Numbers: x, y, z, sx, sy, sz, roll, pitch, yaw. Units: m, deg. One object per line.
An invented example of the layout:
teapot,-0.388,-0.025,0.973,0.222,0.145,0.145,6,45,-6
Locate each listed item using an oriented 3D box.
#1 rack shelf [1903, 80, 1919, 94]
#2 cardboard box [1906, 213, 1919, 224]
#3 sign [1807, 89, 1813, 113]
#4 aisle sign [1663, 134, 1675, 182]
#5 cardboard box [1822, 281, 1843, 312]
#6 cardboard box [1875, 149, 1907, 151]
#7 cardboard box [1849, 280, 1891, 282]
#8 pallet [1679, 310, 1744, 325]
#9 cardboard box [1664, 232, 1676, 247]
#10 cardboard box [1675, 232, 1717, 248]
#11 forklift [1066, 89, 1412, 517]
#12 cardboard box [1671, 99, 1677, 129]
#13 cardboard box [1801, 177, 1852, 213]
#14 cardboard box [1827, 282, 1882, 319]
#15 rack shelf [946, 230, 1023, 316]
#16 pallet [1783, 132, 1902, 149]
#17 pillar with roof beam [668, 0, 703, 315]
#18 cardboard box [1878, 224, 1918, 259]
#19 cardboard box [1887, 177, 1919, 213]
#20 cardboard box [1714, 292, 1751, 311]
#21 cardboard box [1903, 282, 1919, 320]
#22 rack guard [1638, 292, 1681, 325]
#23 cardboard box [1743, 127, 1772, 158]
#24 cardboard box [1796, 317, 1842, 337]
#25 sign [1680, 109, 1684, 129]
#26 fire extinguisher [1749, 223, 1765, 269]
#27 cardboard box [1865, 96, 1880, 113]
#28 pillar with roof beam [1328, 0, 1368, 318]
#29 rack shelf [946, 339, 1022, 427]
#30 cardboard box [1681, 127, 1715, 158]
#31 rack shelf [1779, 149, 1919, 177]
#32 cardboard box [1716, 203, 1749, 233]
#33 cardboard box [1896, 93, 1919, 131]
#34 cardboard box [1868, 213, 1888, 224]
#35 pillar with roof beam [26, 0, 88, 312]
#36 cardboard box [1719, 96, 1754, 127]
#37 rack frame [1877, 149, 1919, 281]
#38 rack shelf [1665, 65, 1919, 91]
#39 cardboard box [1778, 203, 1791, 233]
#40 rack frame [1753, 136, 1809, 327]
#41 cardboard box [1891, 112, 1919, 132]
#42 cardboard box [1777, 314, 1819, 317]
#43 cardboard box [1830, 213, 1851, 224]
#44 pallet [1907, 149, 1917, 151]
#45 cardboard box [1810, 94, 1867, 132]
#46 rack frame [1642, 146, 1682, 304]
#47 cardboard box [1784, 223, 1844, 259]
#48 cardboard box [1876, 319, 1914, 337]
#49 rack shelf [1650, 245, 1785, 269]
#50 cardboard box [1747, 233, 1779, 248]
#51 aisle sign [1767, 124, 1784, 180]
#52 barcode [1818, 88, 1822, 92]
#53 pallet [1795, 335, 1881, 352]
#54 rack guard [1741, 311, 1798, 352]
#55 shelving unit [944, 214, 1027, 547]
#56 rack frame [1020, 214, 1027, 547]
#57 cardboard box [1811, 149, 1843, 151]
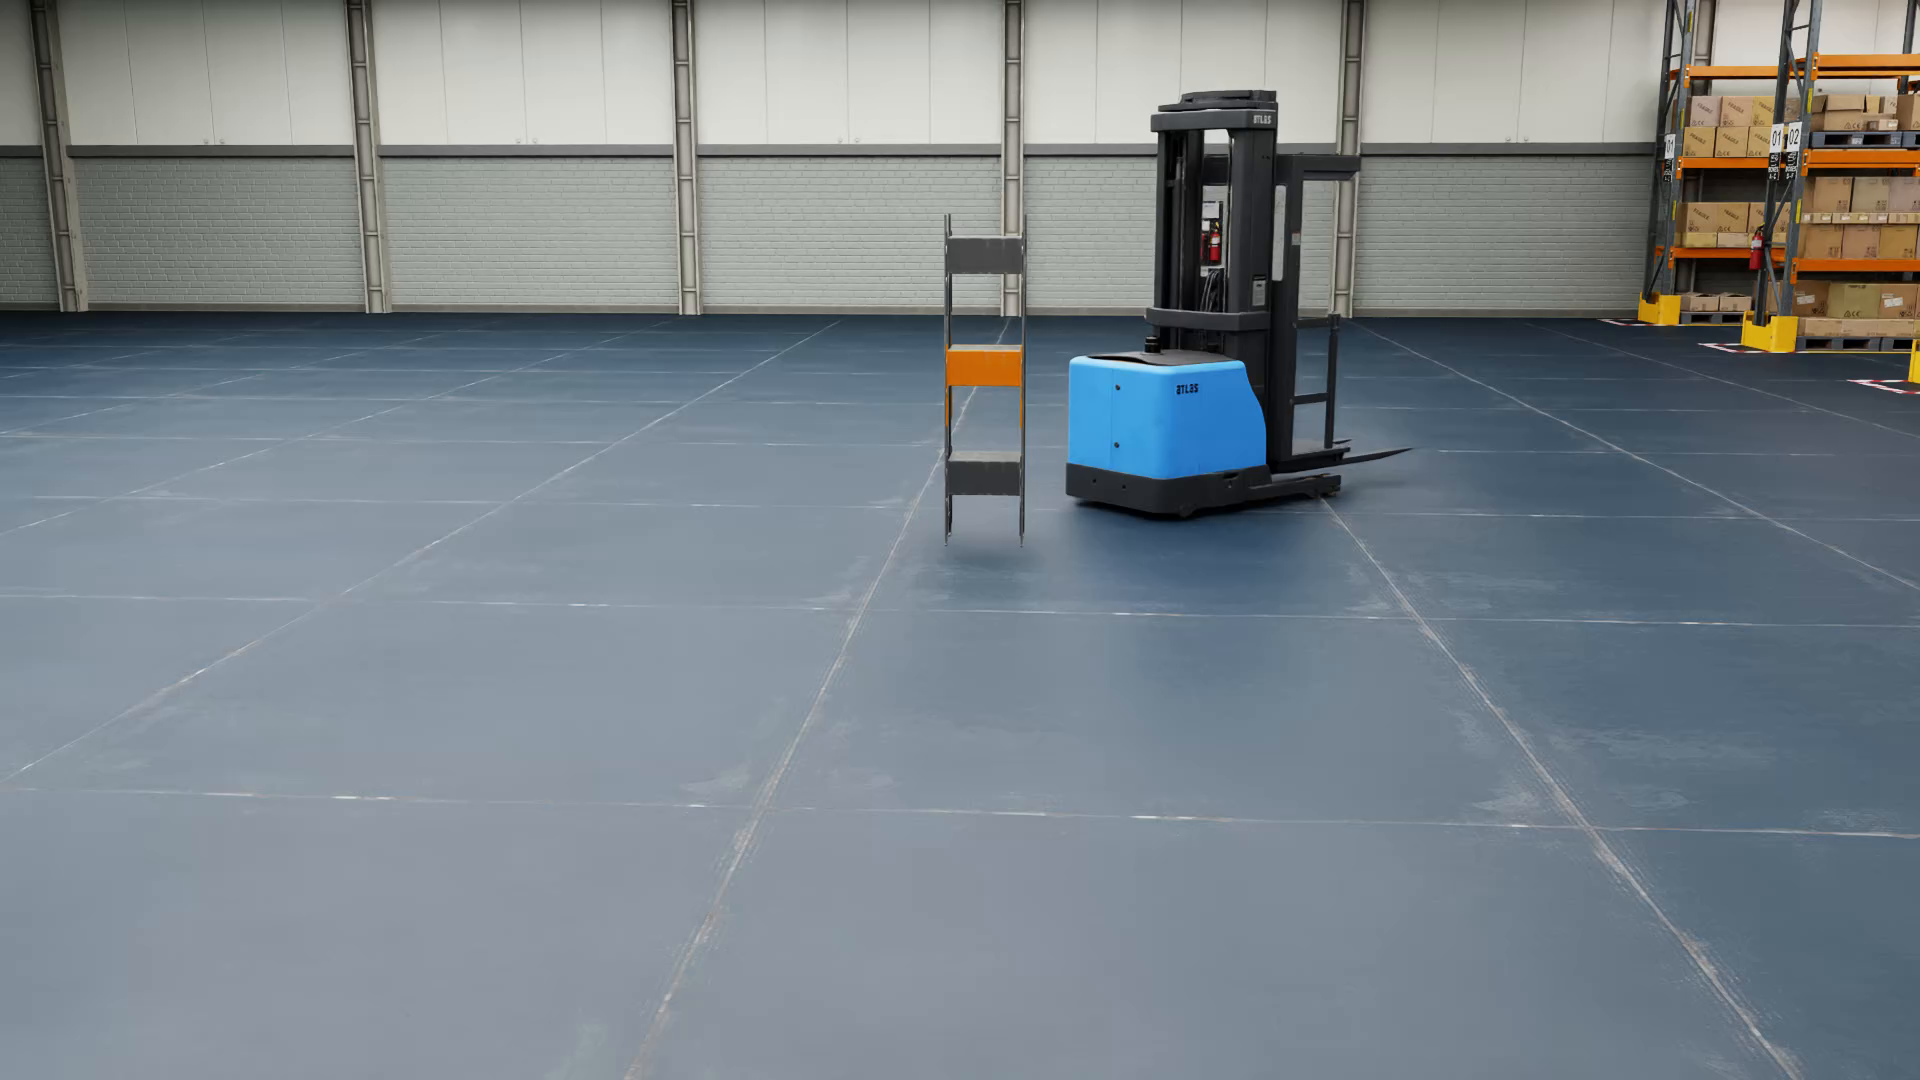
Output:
rack shelf,18.157,-7.596,27.985,4.000,0.370,1.077,1,12,4
cardboard box,13.506,-4.577,23.644,0.250,0.149,0.380,1,12,3
sign,11.800,-6.099,23.093,0.005,0.325,0.100,1,12,4
aisle sign,12.079,-6.501,28.323,0.004,0.787,0.394,1,12,4
cardboard box,15.123,-4.232,28.856,0.500,0.500,0.500,0,12,-1
cardboard box,15.639,-6.718,28.088,0.500,0.500,0.500,1,12,5
cardboard box,13.397,-3.547,24.406,0.500,0.500,0.500,1,12,4
pallet,13.055,-3.905,29.070,1.213,0.211,1.003,1,12,4
cardboard box,12.650,-5.259,29.050,0.500,0.250,0.500,1,12,5
cardboard box,12.636,-5.154,28.549,0.500,0.250,0.500,0,12,2
forklift,2.241,-1.813,12.427,3.031,2.935,1.130,-9,15,-38
cardboard box,12.618,-7.353,28.683,0.500,0.500,0.500,1,12,6
cardboard box,12.361,-4.951,23.850,0.500,0.500,0.700,1,12,4
cardboard box,12.862,-3.445,23.918,0.500,0.500,0.500,1,12,4
rack shelf,0.165,-1.697,10.551,0.480,0.518,0.431,1,12,4
pallet,12.547,-5.687,23.670,1.213,0.211,1.003,1,12,4
pillar with roof beam,-5.321,-7.760,26.035,0.400,9.000,9.100,1,12,4
cardboard box,13.327,-4.303,23.918,0.500,0.500,0.700,1,12,4
cardboard box,13.389,-4.939,23.789,0.500,0.500,0.700,1,12,4
cardboard box,13.424,-4.153,28.937,0.500,0.311,0.500,2,12,8
cardboard box,13.860,-3.430,23.848,0.500,0.500,0.500,1,12,4
rack guard,12.246,-4.065,29.128,0.348,0.500,1.175,1,12,4
cardboard box,13.539,-6.740,28.192,0.500,0.500,0.500,1,12,6
cardboard box,12.363,-3.084,24.026,0.500,0.250,0.500,1,12,4
sign,12.134,-7.074,27.951,0.005,0.325,0.100,1,12,4
fire extinguisher,11.756,-4.336,24.509,0.183,0.674,0.296,1,12,4
cardboard box,15.093,-7.208,27.988,0.500,0.500,0.500,1,12,7
pillar with roof beam,6.652,-7.595,25.250,0.400,9.000,9.100,1,12,4
rack shelf,0.165,-1.012,10.695,0.480,0.518,0.431,1,12,4
cardboard box,12.487,-6.761,28.292,0.500,0.500,0.500,1,12,5
rack shelf,13.839,-5.366,23.675,4.000,0.370,1.077,1,12,4
cardboard box,13.119,-5.516,28.447,0.500,0.500,0.500,1,12,4
cardboard box,13.482,-5.990,23.289,0.500,0.500,0.500,1,12,4
cardboard box,12.984,-4.584,23.676,0.250,0.149,0.380,1,12,3
pillar with roof beam,-17.294,-7.924,26.820,0.400,9.000,9.100,1,12,4
cardboard box,13.036,-7.234,28.111,0.500,0.500,0.500,1,12,3
rack frame,16.162,-5.235,28.616,0.127,3.000,1.000,1,12,4
rack shelf,14.166,-7.845,28.206,4.000,0.370,1.077,1,12,4
cardboard box,14.150,-5.503,28.385,0.500,0.500,0.500,1,12,6
rack frame,11.843,-4.277,24.039,0.127,3.000,1.000,1,12,4
cardboard box,13.565,-6.006,23.830,0.500,0.311,0.500,2,12,10
cardboard box,12.398,-3.190,24.531,0.500,0.250,0.500,1,12,4
cardboard box,12.484,-4.591,23.712,0.250,0.149,0.380,0,12,2
pallet,16.770,-6.581,28.184,1.003,0.211,1.213,1,12,4
cardboard box,12.416,-6.061,23.623,0.637,0.503,0.797,2,12,8
rack frame,12.171,-5.289,28.877,0.127,3.000,1.000,1,12,4
cardboard box,12.308,-4.317,23.986,0.500,0.500,0.700,1,12,4
cardboard box,13.361,-3.071,23.963,0.500,0.250,0.500,1,12,4
rack shelf,14.166,-4.910,28.820,4.000,0.370,1.077,1,12,4
cardboard box,13.663,-5.142,28.490,0.500,0.250,0.500,1,12,3
aisle sign,11.797,-5.611,24.064,0.004,0.787,0.394,1,12,4
barcode,14.803,-7.740,28.625,0.075,0.075,0.001,1,12,4
pallet,12.609,-2.911,24.316,1.213,0.211,1.003,1,12,4
rack guard,11.819,-3.054,24.297,0.348,0.500,1.175,1,12,4
shelving unit,0.165,-1.025,10.692,0.503,2.100,0.431,1,12,4
rack frame,0.409,-1.022,10.676,0.015,2.100,0.400,1,12,4
cardboard box,14.582,-6.727,28.133,0.500,0.500,0.500,0,12,2
